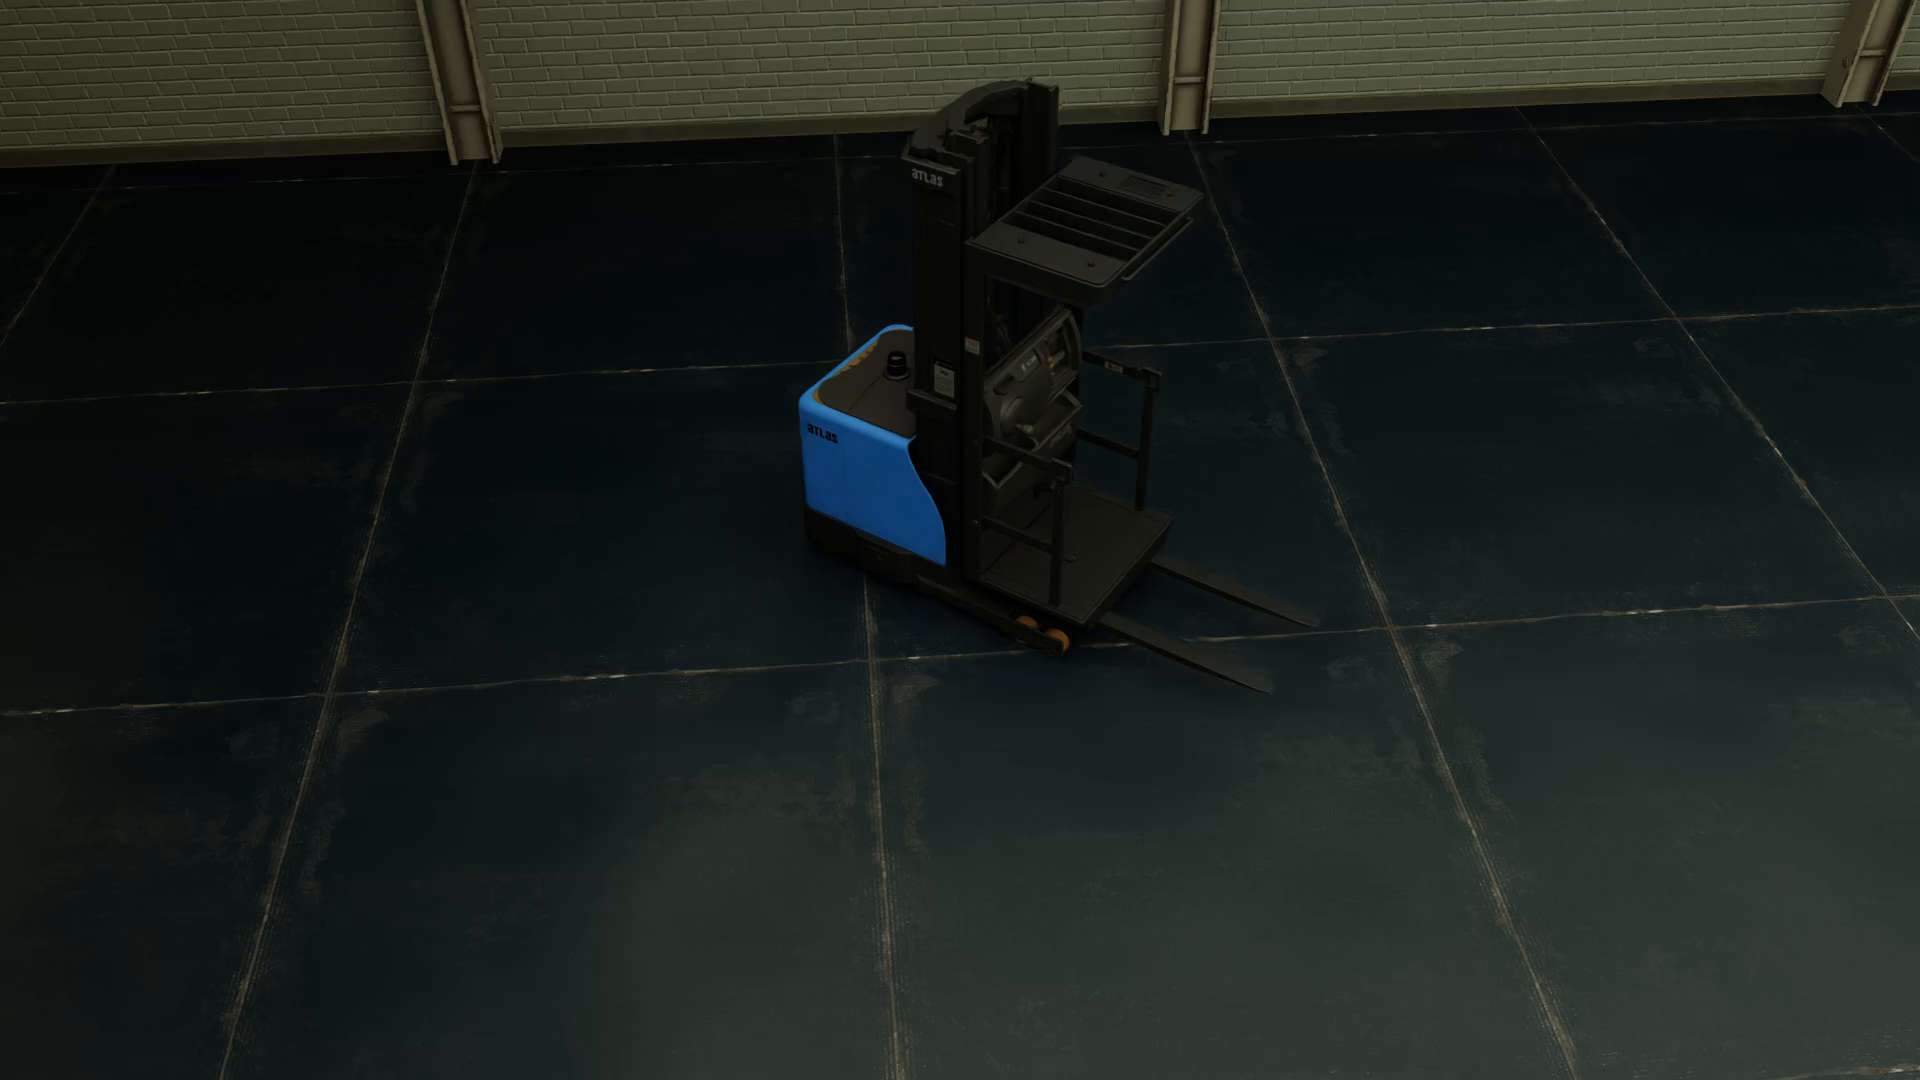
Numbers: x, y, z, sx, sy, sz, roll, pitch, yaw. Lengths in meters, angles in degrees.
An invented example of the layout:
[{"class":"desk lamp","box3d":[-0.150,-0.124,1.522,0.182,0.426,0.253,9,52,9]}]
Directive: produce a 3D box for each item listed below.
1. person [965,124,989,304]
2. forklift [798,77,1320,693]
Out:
[{"class":"person","box3d":[0.110,-2.193,11.619,0.596,1.413,0.718,-24,46,-25]},{"class":"forklift","box3d":[0.572,-0.847,8.928,3.031,2.935,1.130,23,46,24]}]
